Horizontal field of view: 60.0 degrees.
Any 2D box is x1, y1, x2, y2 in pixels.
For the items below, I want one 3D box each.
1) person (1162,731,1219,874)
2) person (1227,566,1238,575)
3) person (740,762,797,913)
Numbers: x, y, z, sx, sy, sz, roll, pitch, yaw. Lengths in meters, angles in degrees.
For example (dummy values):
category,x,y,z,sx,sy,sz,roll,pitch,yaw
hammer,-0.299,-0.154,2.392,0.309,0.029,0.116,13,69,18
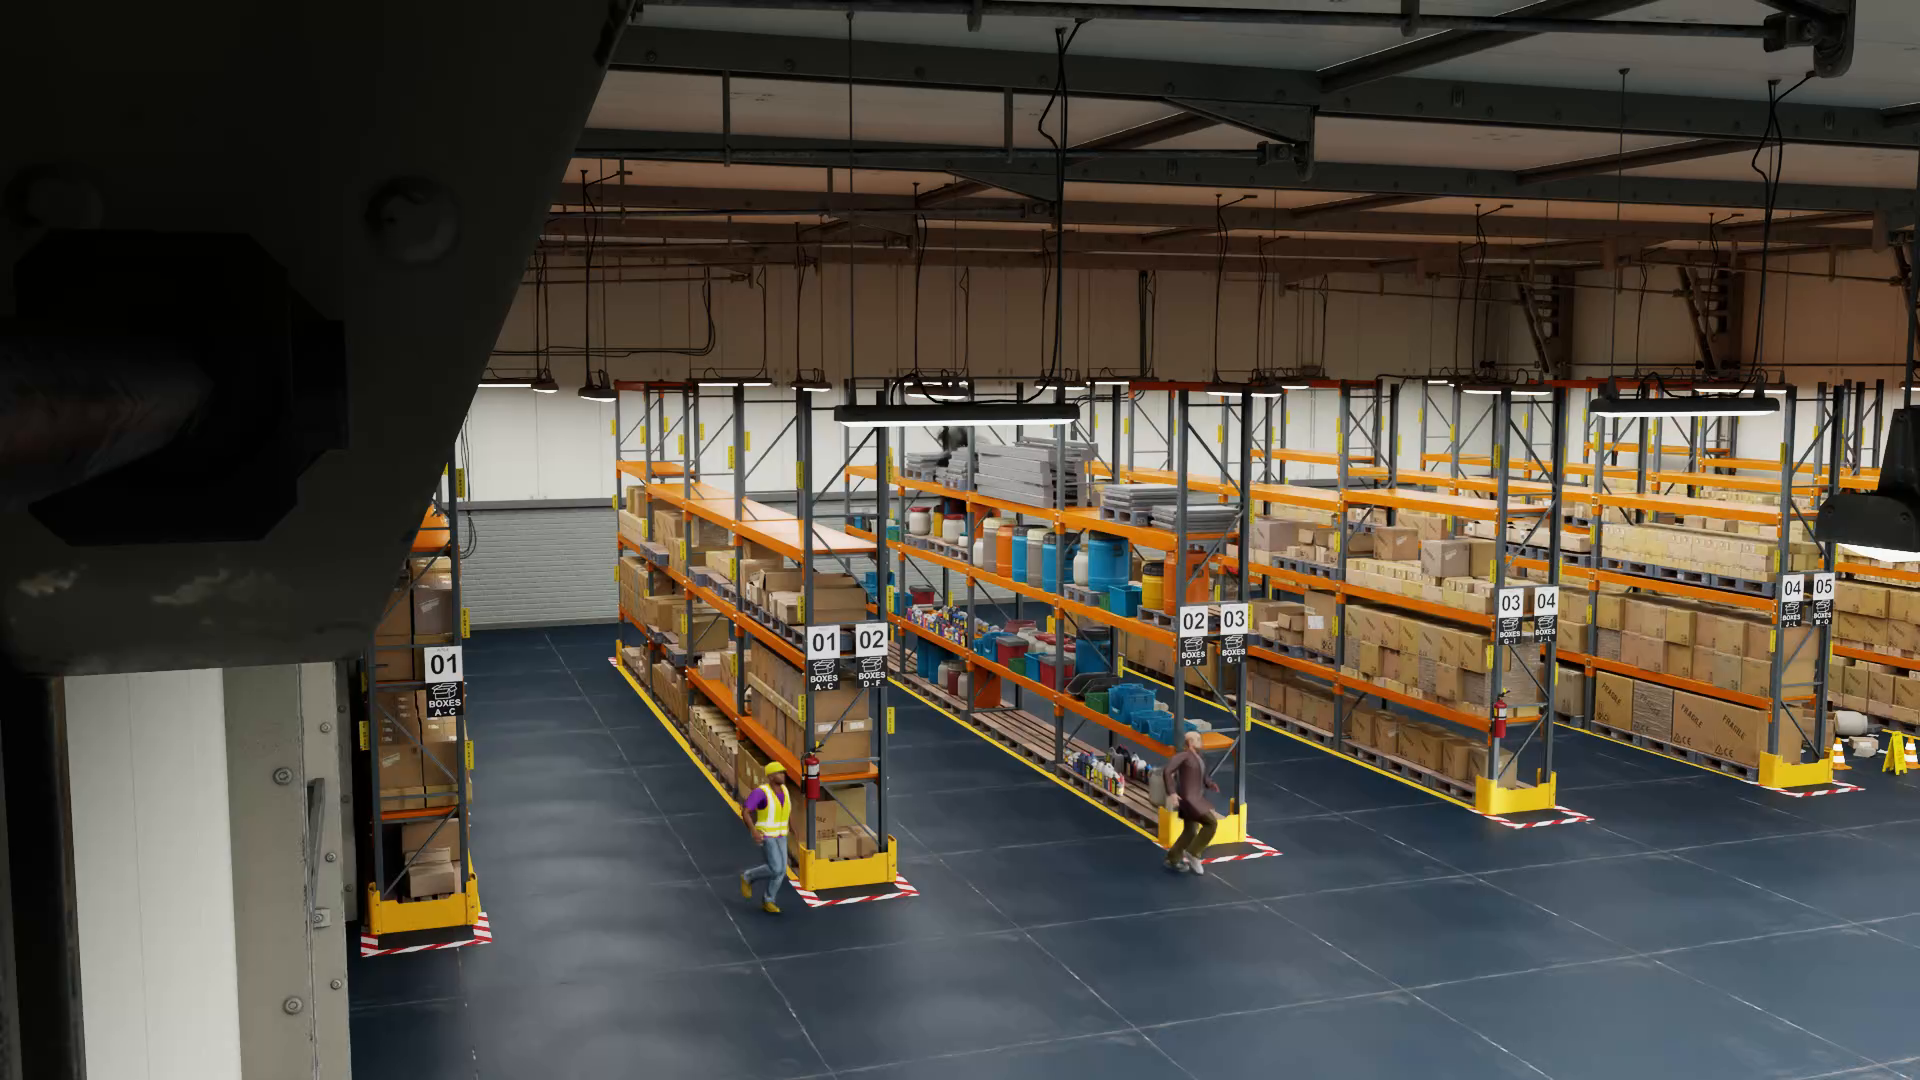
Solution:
category,x,y,z,sx,sy,sz,roll,pitch,yaw
person,2.936,3.261,20.799,0.684,1.712,0.695,3,7,25
person,6.628,1.160,41.268,0.519,1.629,0.839,-2,6,-20
person,-2.185,3.437,19.440,0.602,1.695,0.741,5,8,37
